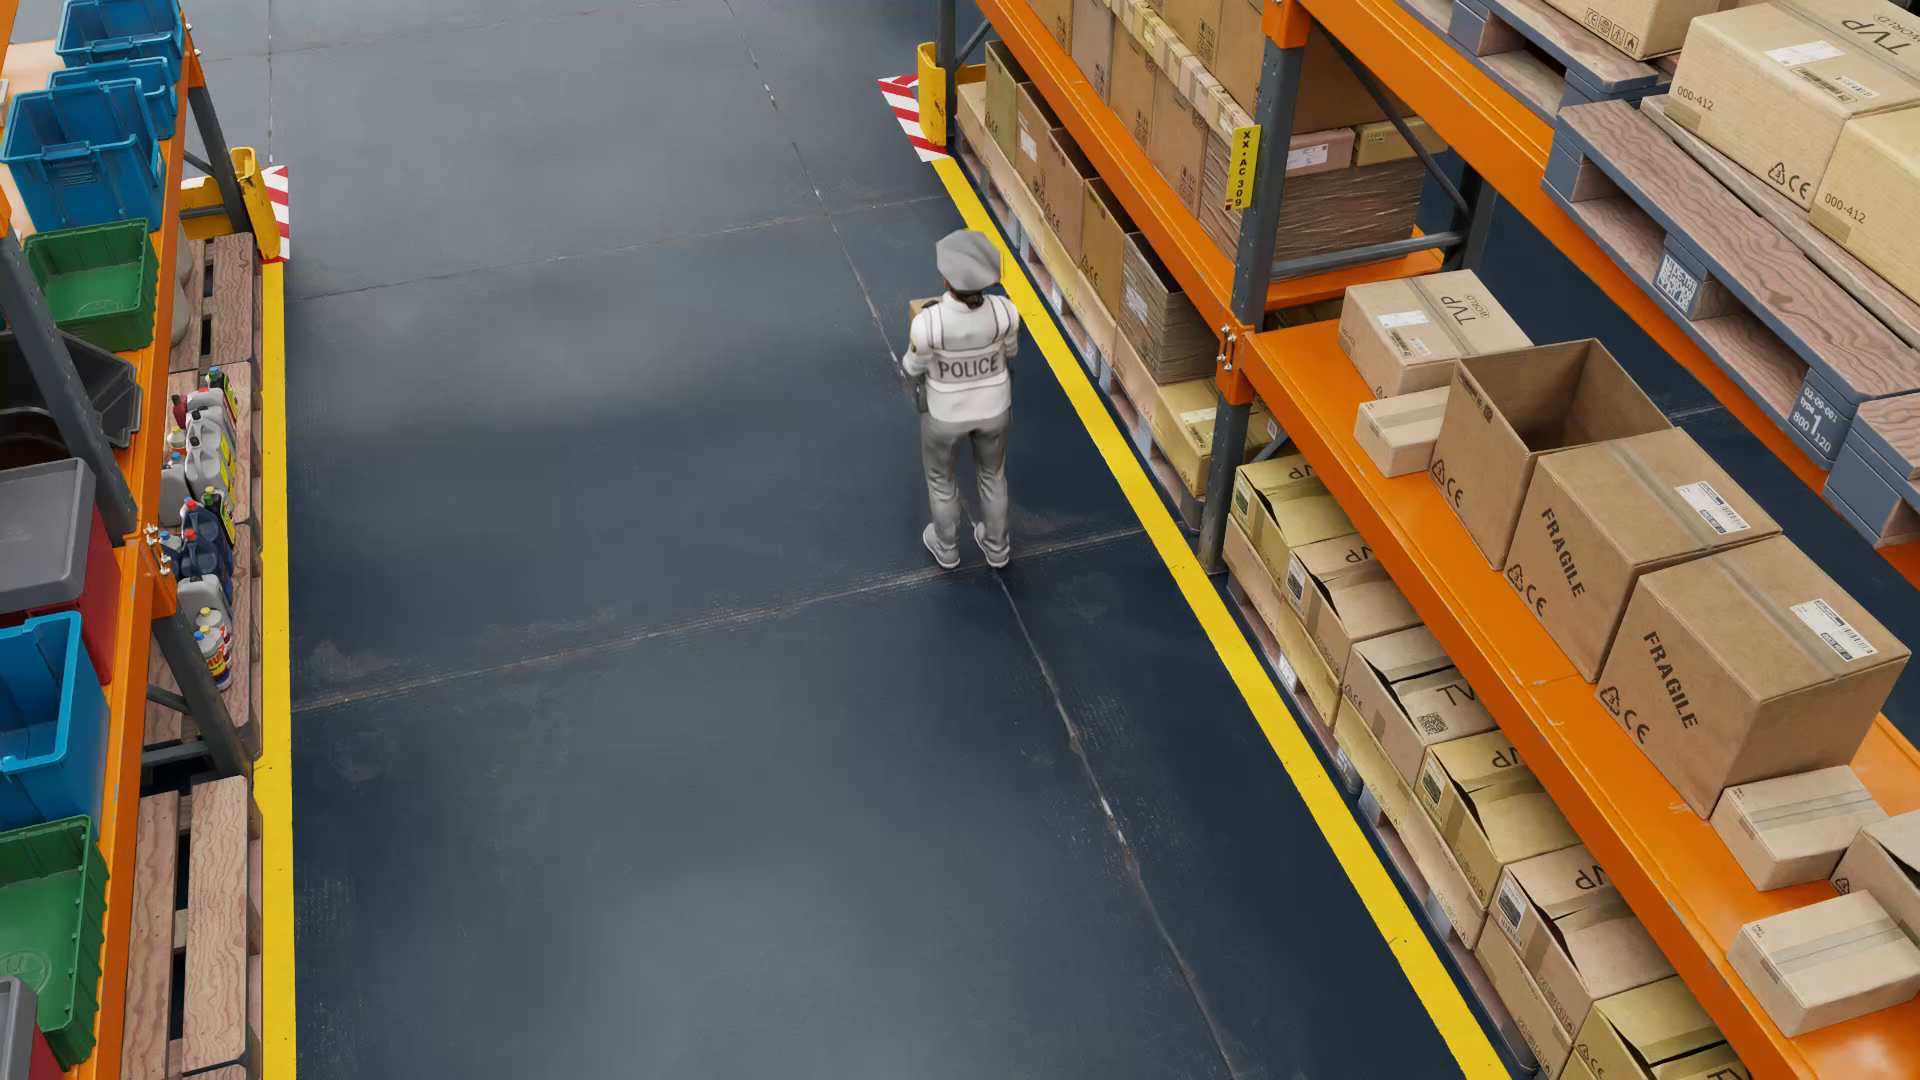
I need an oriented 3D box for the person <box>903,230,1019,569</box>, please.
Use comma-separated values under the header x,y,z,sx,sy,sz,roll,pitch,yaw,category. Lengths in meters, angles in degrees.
x,y,z,sx,sy,sz,roll,pitch,yaw,category
-0.002,-0.576,6.770,0.461,1.687,0.562,-11,44,-12,person
